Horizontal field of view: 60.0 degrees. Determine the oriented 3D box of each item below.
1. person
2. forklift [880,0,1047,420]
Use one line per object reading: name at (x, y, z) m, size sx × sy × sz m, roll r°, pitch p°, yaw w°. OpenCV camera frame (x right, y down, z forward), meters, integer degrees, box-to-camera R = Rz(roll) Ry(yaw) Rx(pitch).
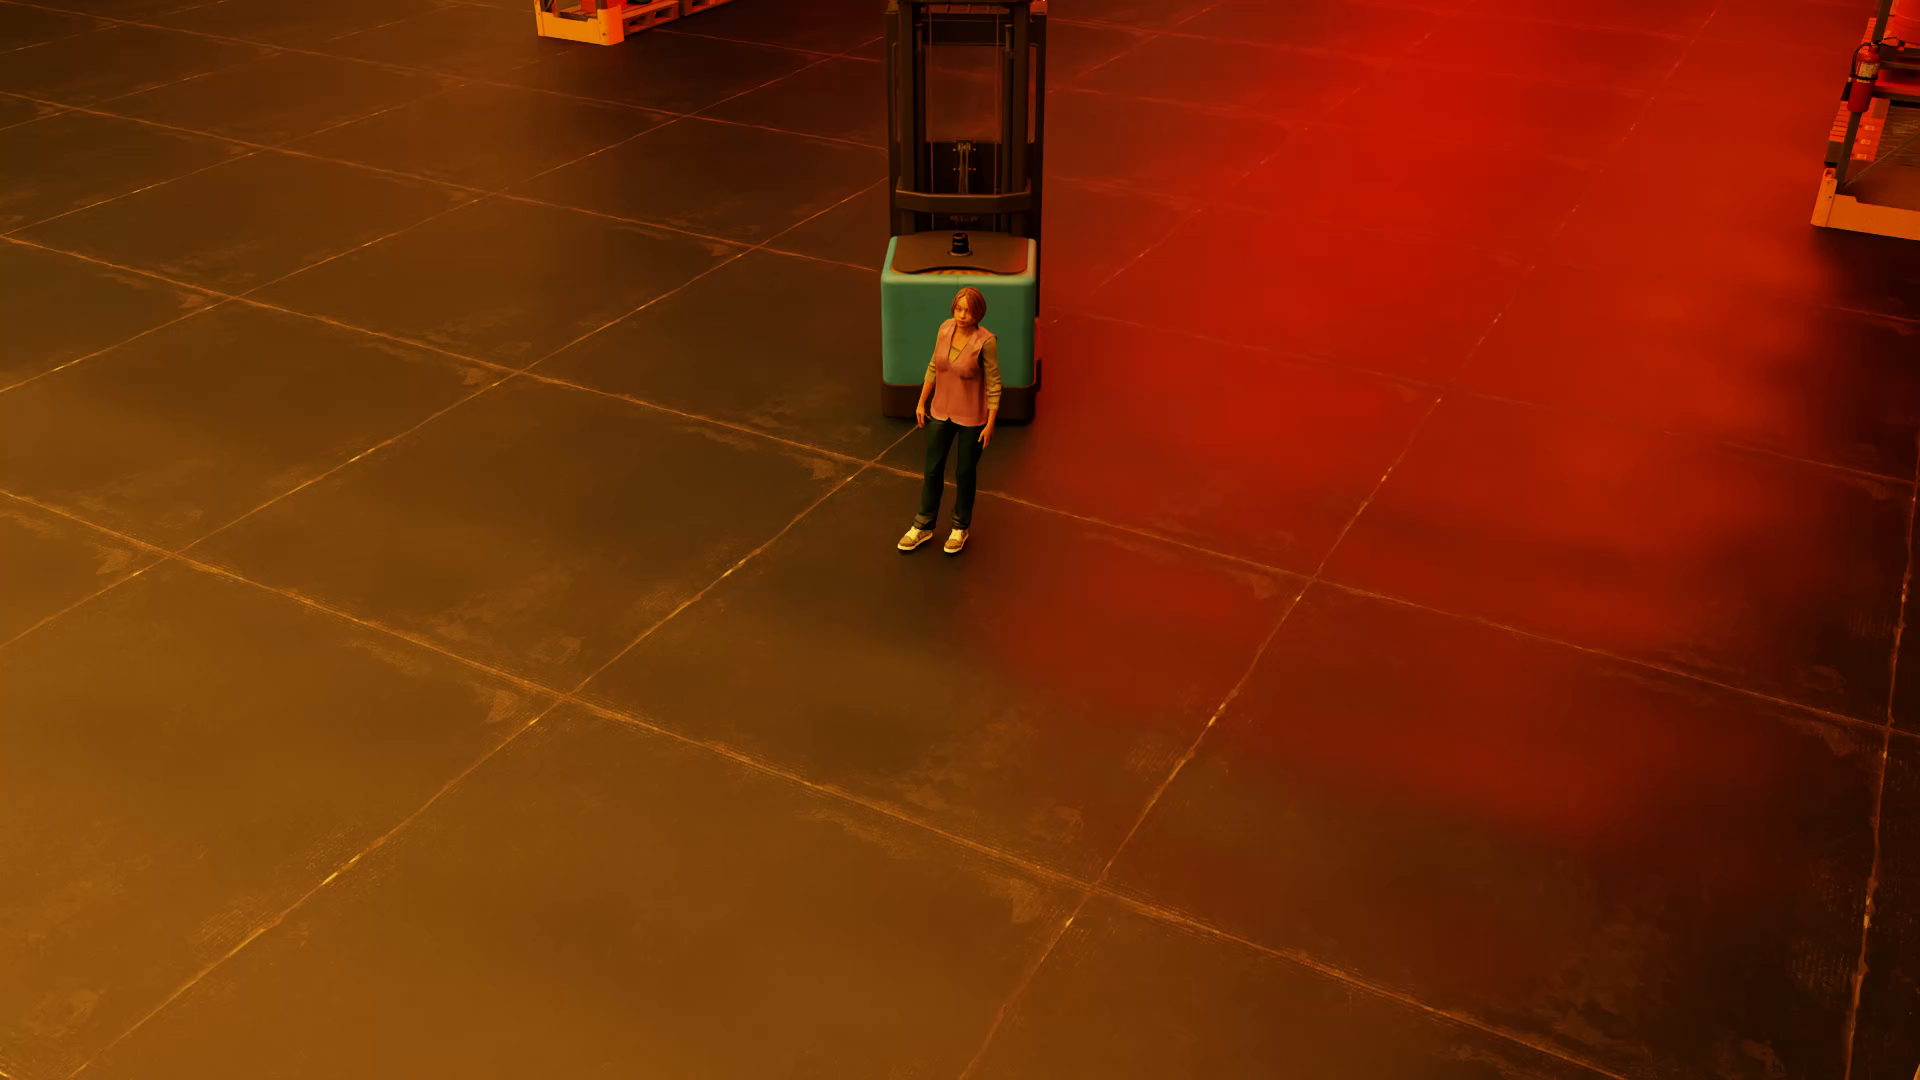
person at (-0.048, -0.669, 9.550) m, size 0.520 × 1.596 × 0.475 m, roll 15°, pitch 33°, yaw 25°
forklift at (0.053, -2.788, 11.902) m, size 1.130 × 2.935 × 3.031 m, roll 1°, pitch 30°, yaw 2°
